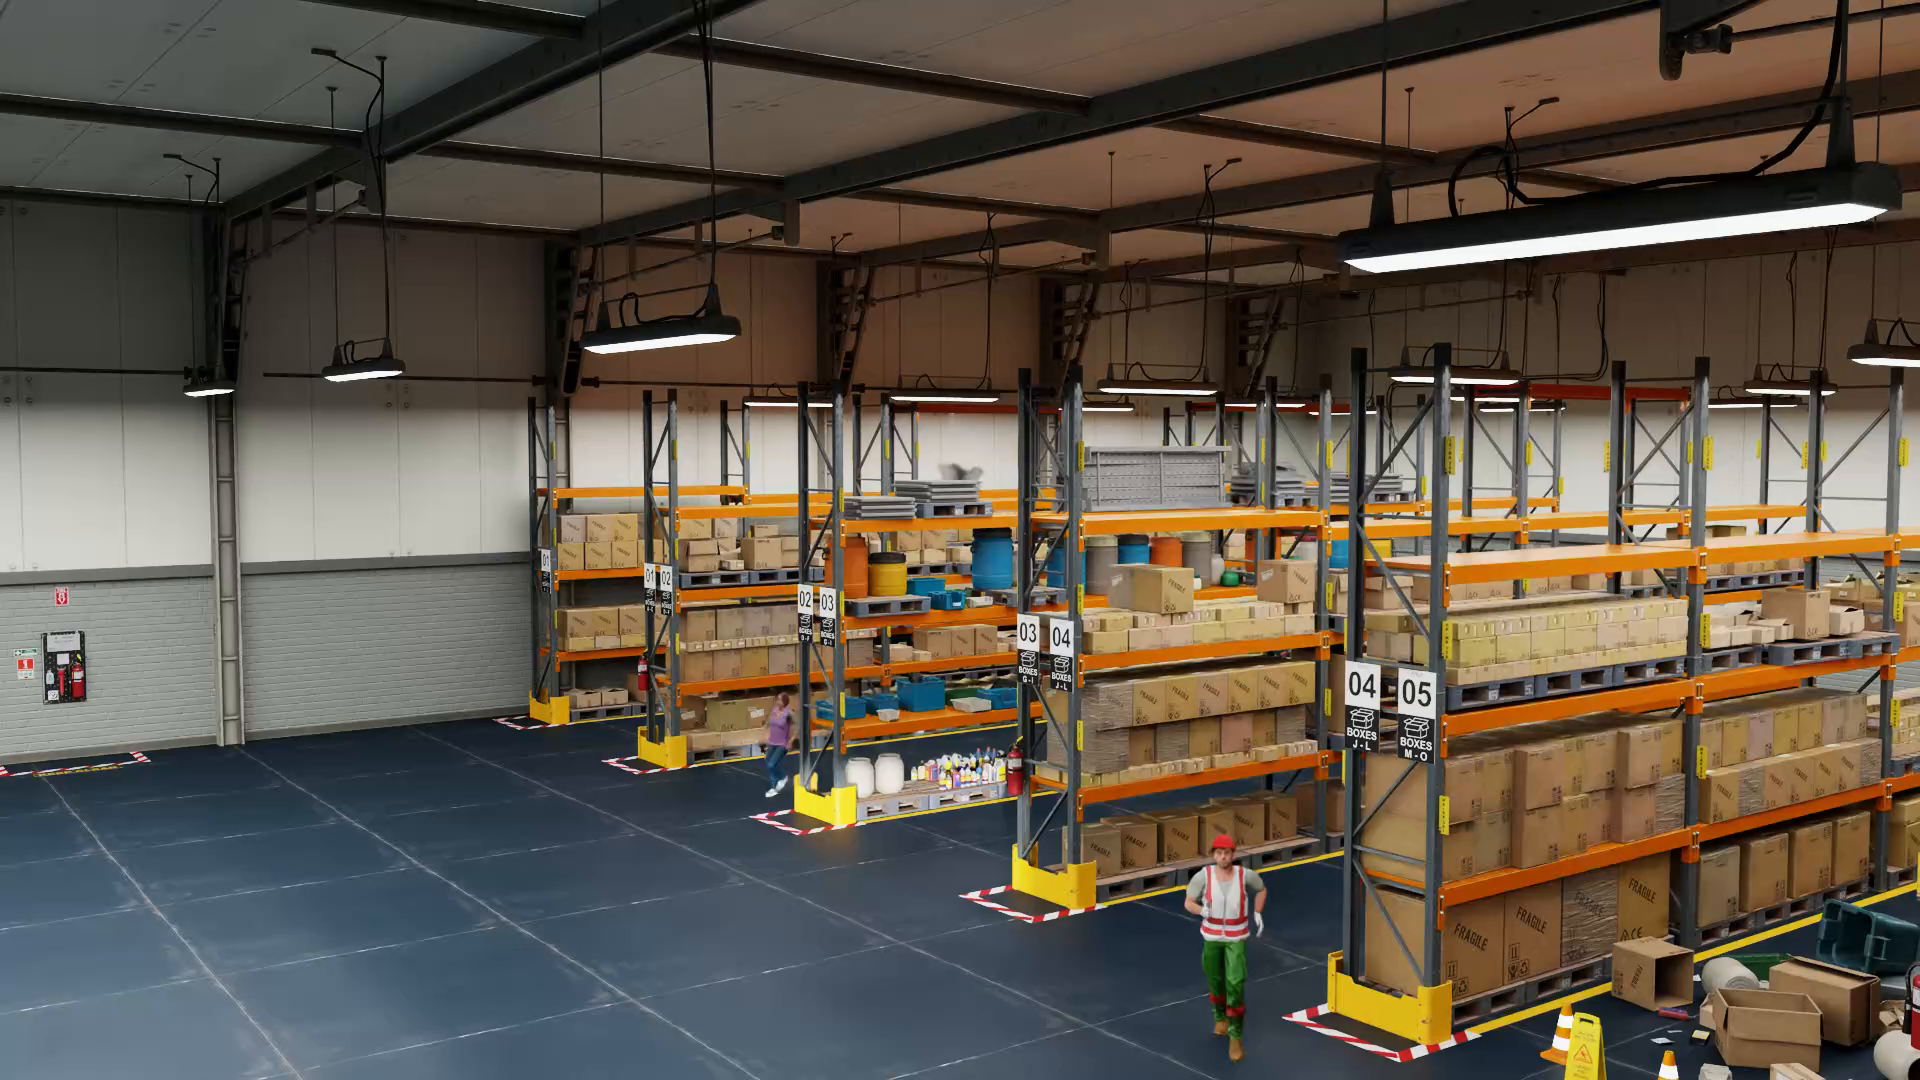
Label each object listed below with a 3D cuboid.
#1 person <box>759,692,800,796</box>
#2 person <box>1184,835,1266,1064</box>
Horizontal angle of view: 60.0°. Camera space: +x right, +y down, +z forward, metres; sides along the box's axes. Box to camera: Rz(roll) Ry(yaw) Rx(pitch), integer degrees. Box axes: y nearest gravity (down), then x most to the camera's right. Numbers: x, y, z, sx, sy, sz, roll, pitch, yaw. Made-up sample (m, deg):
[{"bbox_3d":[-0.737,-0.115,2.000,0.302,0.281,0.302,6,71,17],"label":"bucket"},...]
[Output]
[{"bbox_3d":[-2.632,2.979,24.110,0.604,1.544,0.468,2,4,36],"label":"person"},{"bbox_3d":[2.245,3.419,14.151,0.670,1.836,0.747,1,3,14],"label":"person"}]
